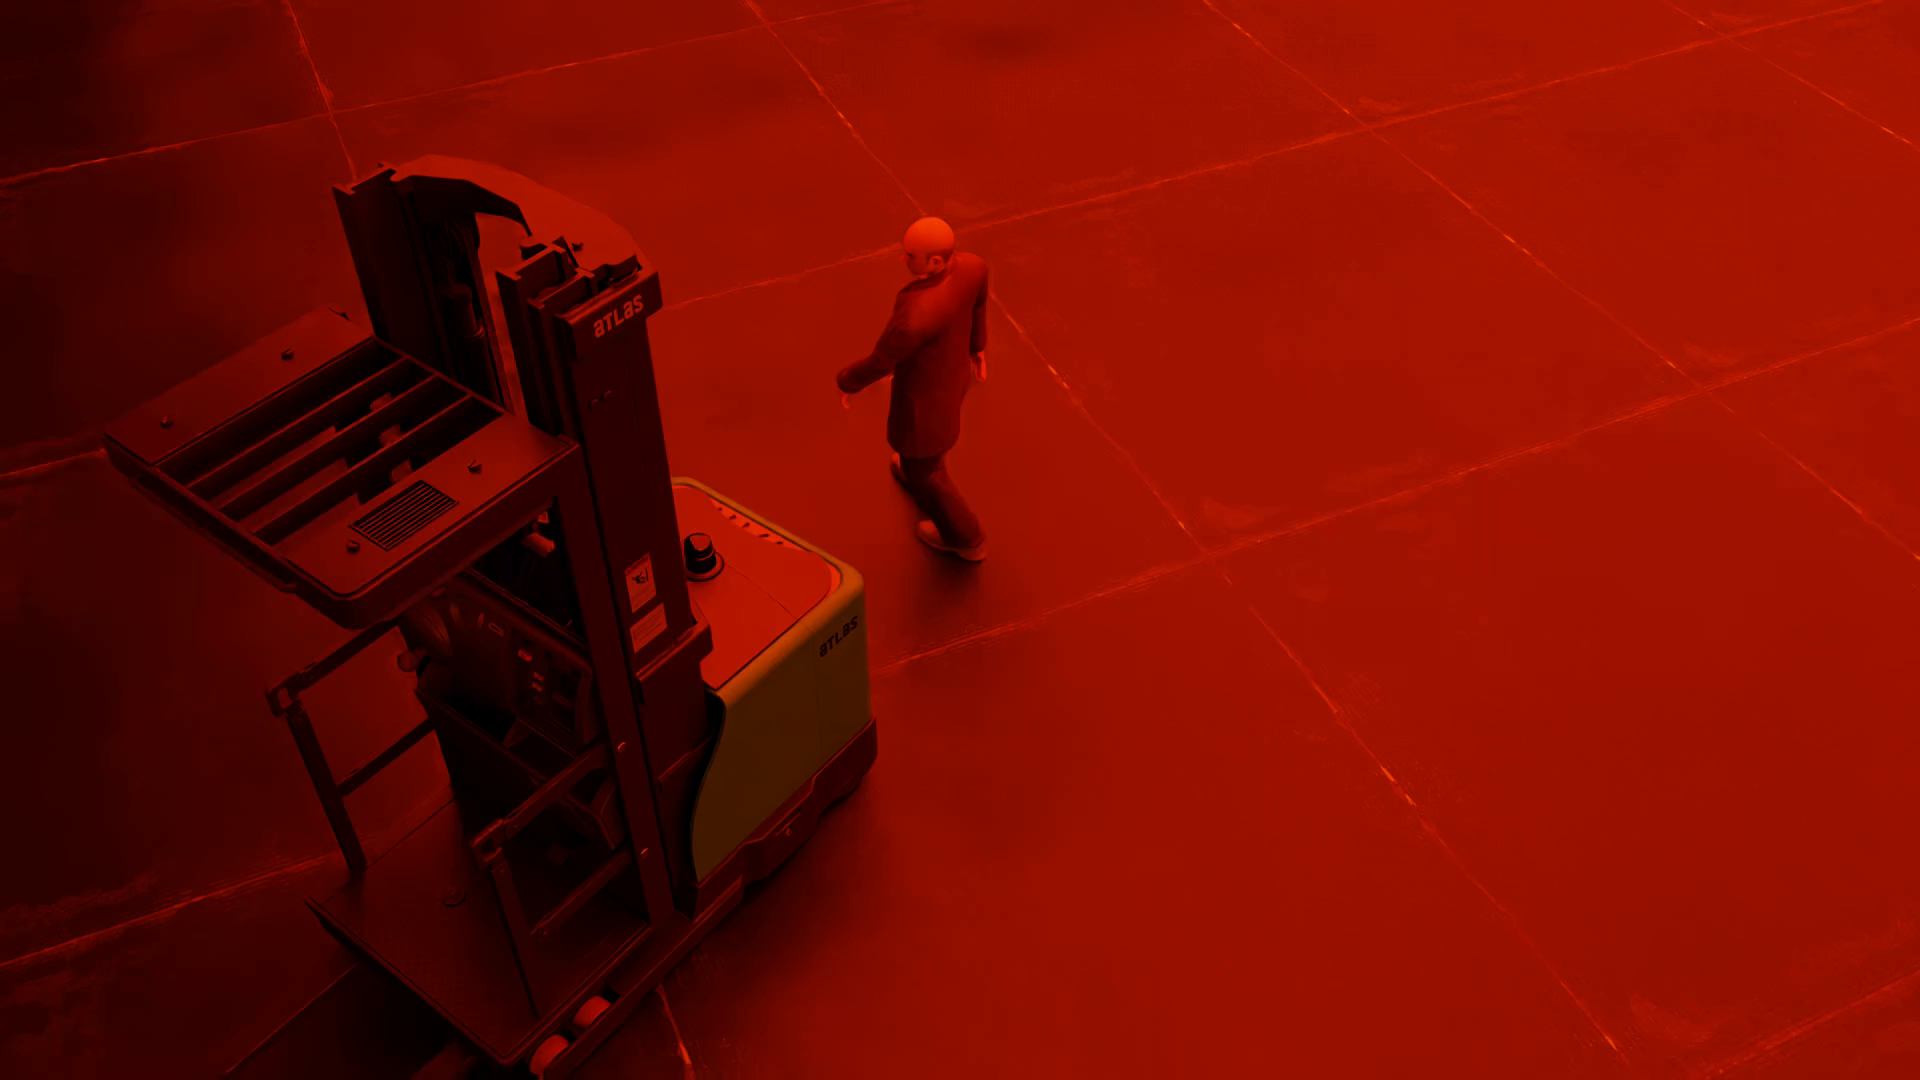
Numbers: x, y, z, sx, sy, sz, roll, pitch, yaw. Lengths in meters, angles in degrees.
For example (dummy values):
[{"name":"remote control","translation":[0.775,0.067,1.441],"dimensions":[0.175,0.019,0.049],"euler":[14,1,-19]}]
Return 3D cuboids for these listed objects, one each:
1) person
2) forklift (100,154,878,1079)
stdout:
[{"name":"person","translation":[-0.139,-0.715,7.333],"dimensions":[0.683,1.731,0.677],"euler":[17,46,17]},{"name":"forklift","translation":[-1.633,0.457,5.237],"dimensions":[1.129,2.867,3.031],"euler":[28,50,26]}]
